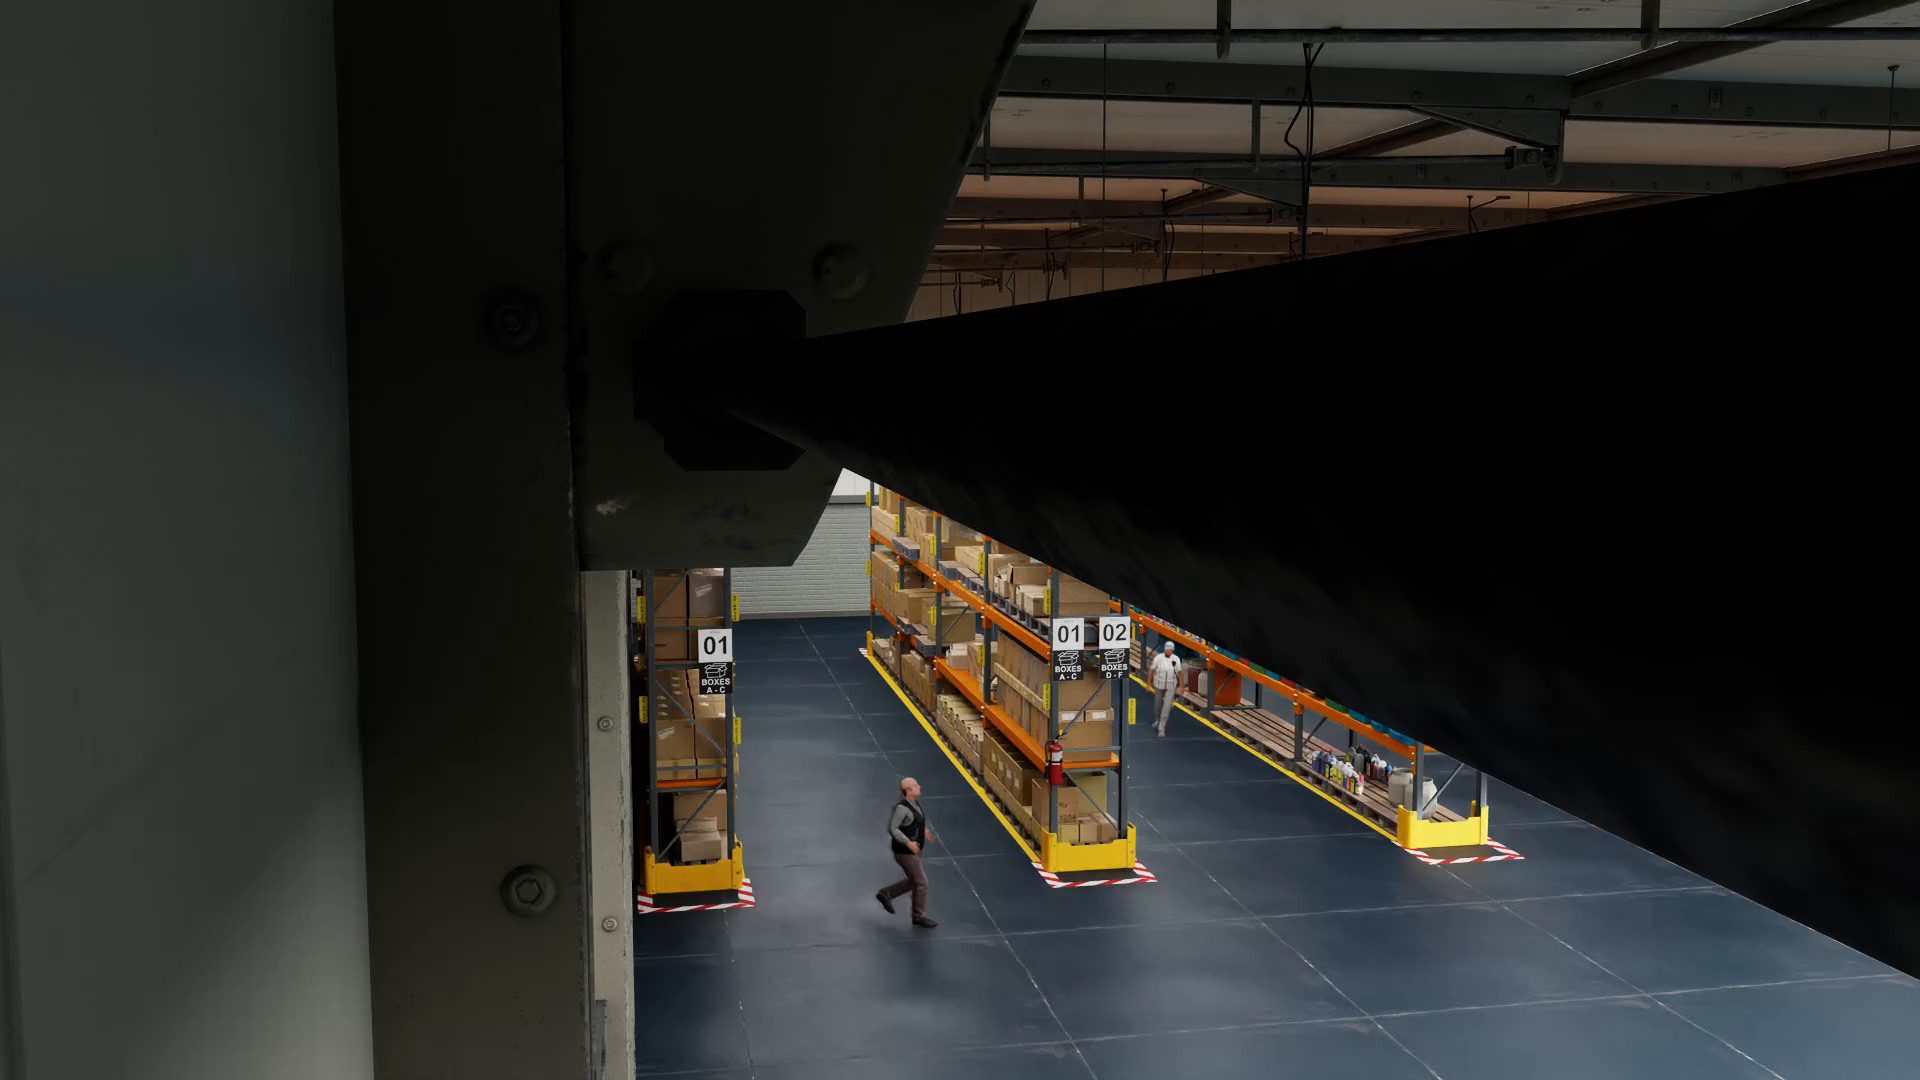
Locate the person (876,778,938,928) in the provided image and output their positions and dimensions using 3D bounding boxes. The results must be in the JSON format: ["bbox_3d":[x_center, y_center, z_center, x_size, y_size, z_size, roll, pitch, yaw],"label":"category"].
[{"bbox_3d":[-0.627,3.529,18.806,0.757,1.715,0.679,1,6,12],"label":"person"}]

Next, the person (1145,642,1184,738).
[{"bbox_3d":[3.532,2.537,28.699,0.665,1.615,0.901,1,6,6],"label":"person"}]
